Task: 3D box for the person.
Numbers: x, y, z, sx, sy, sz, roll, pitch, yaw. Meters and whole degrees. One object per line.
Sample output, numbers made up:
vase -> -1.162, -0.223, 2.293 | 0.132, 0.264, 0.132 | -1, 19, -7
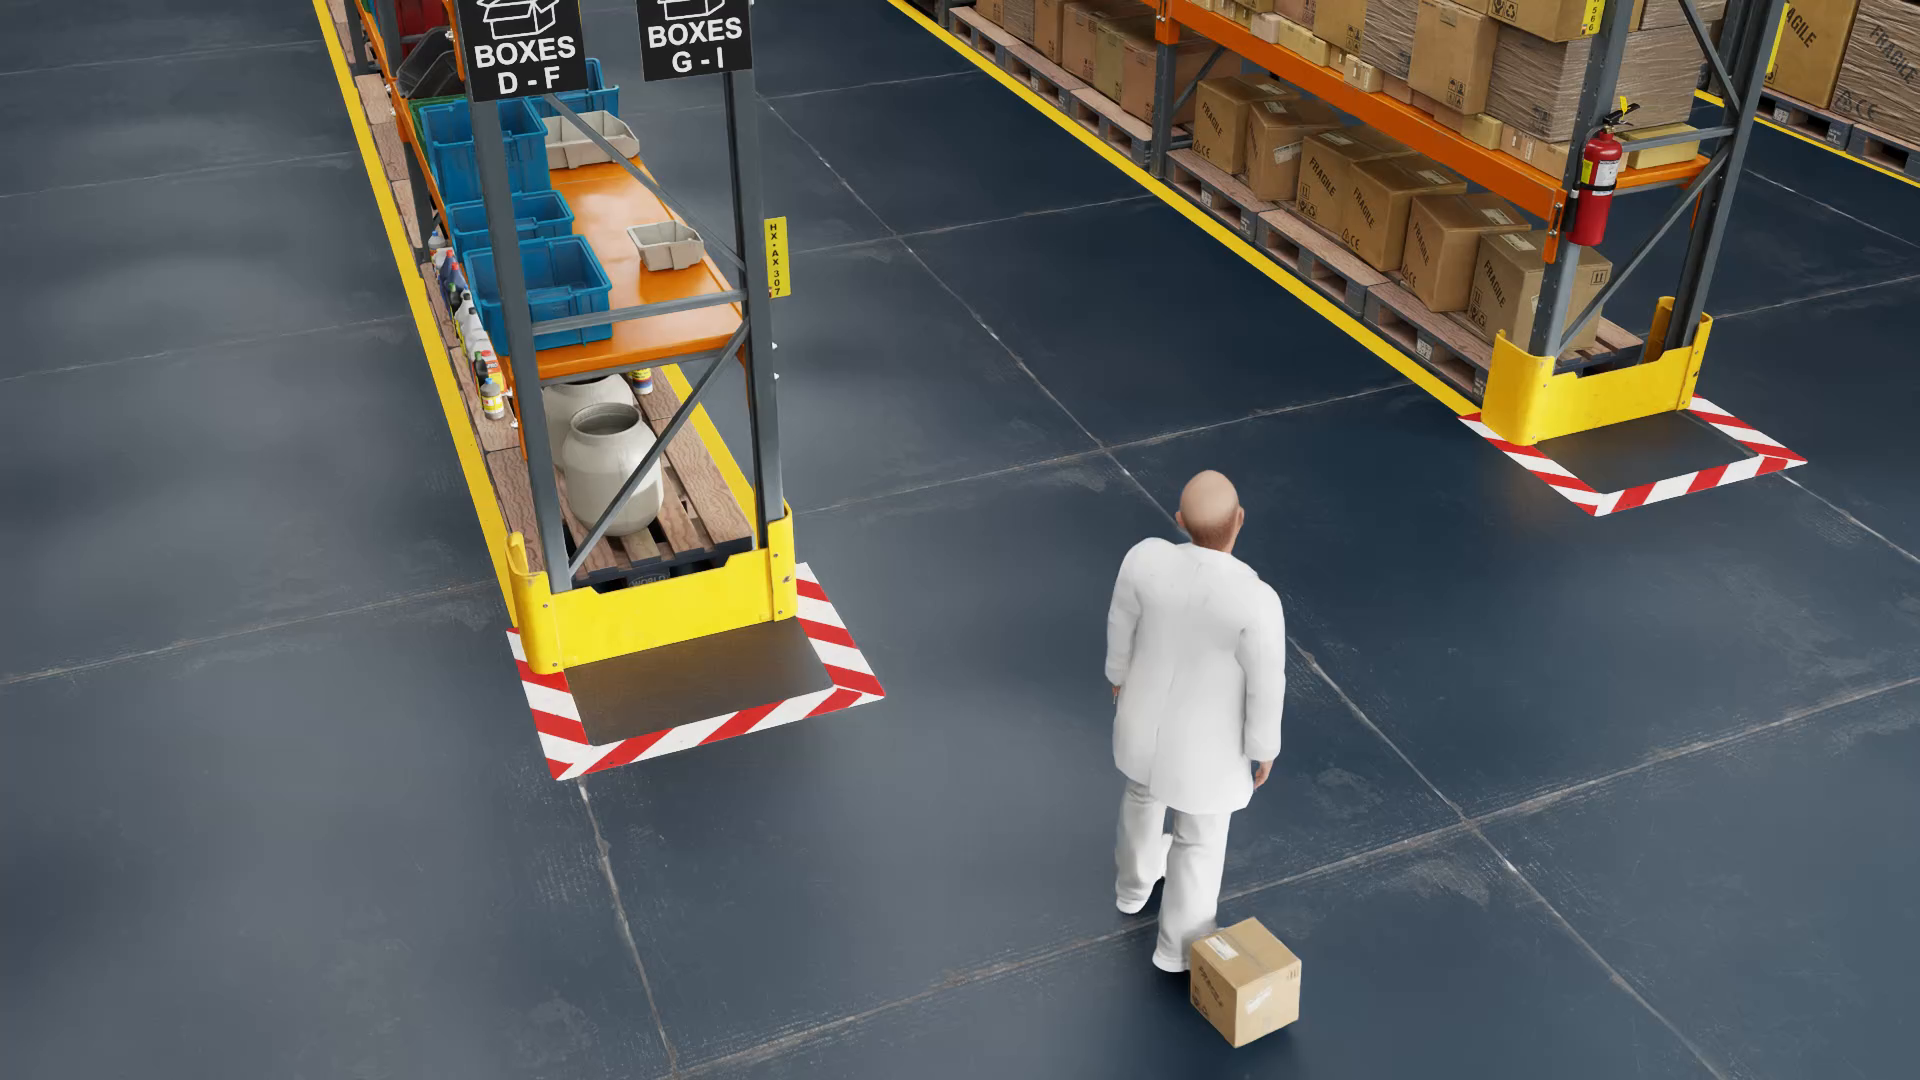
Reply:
person -> 0.740, 0.547, 5.255 | 0.649, 1.788, 0.507 | 24, 40, 32
